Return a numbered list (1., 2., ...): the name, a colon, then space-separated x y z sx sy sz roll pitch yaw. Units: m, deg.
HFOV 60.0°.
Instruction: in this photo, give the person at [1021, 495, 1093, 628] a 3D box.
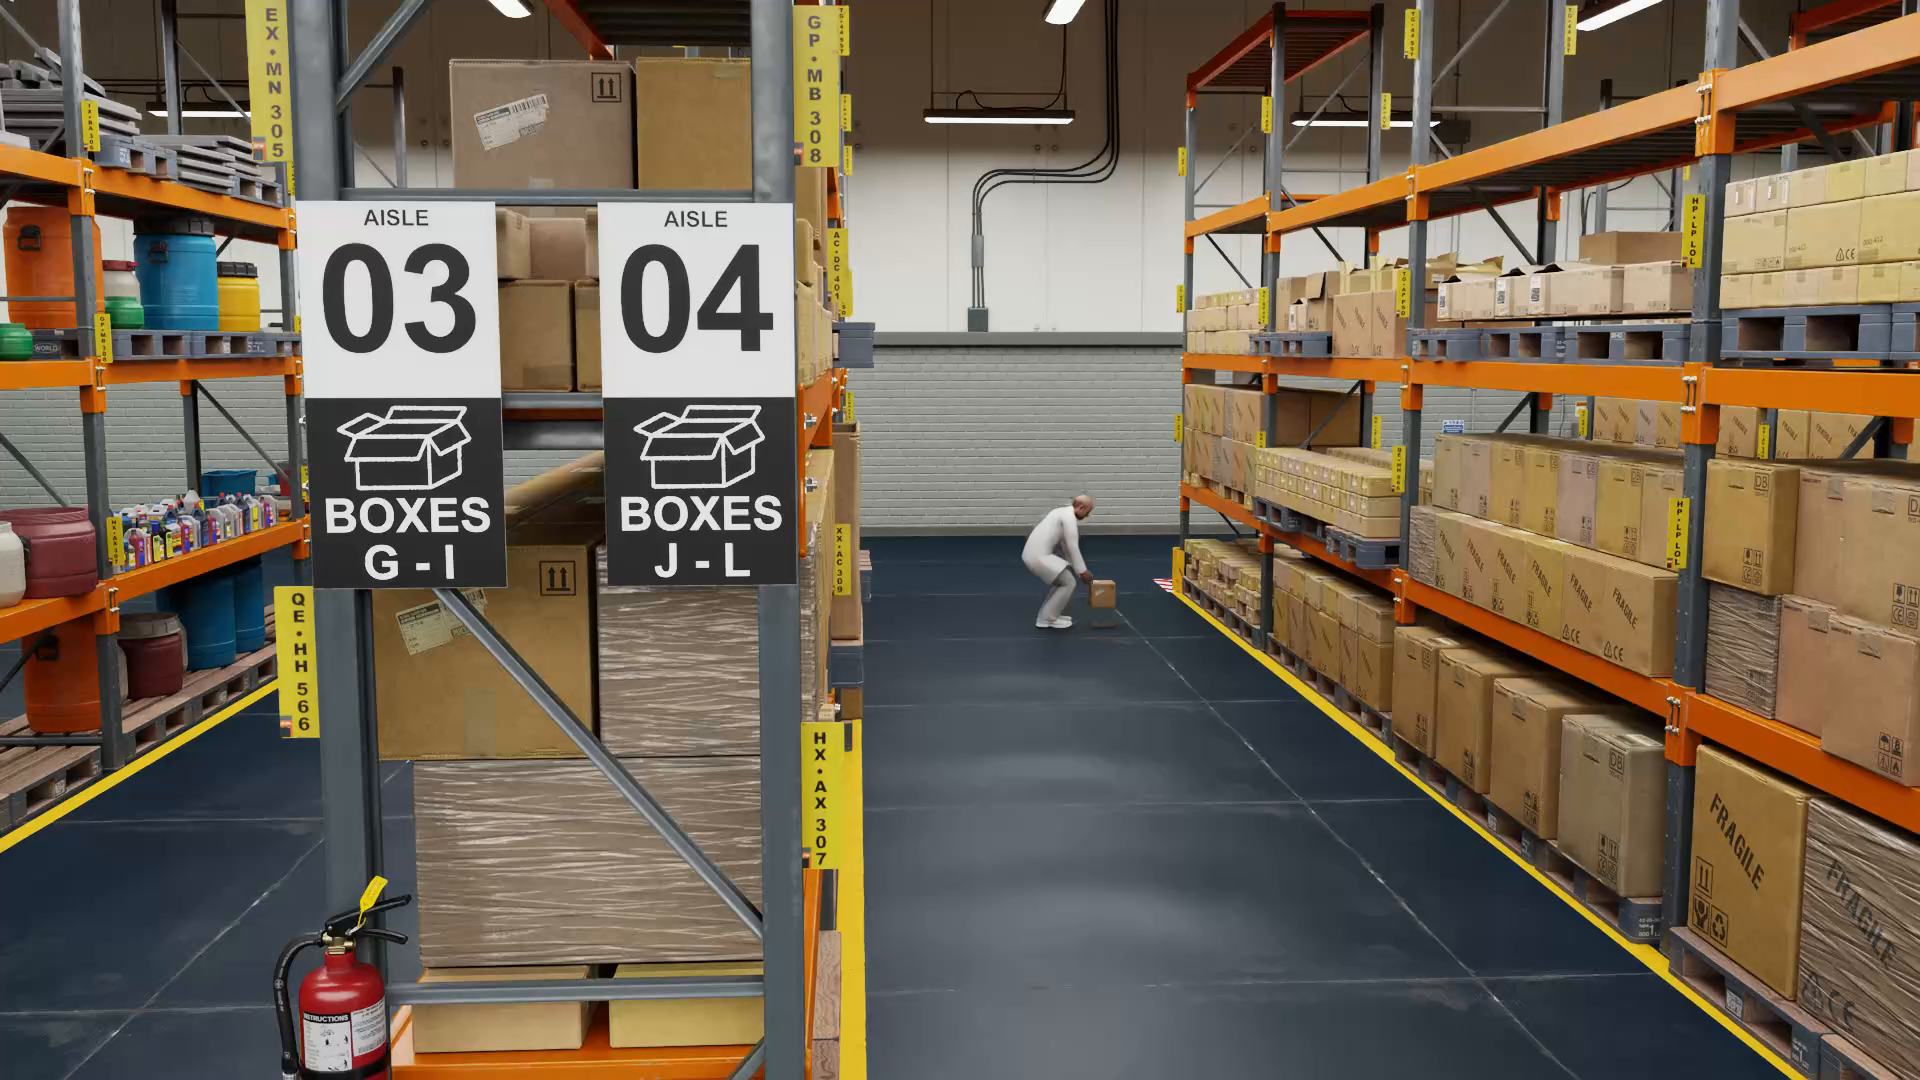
1. person: 1.011 0.210 17.299 0.749 1.365 0.632 0 7 -4
